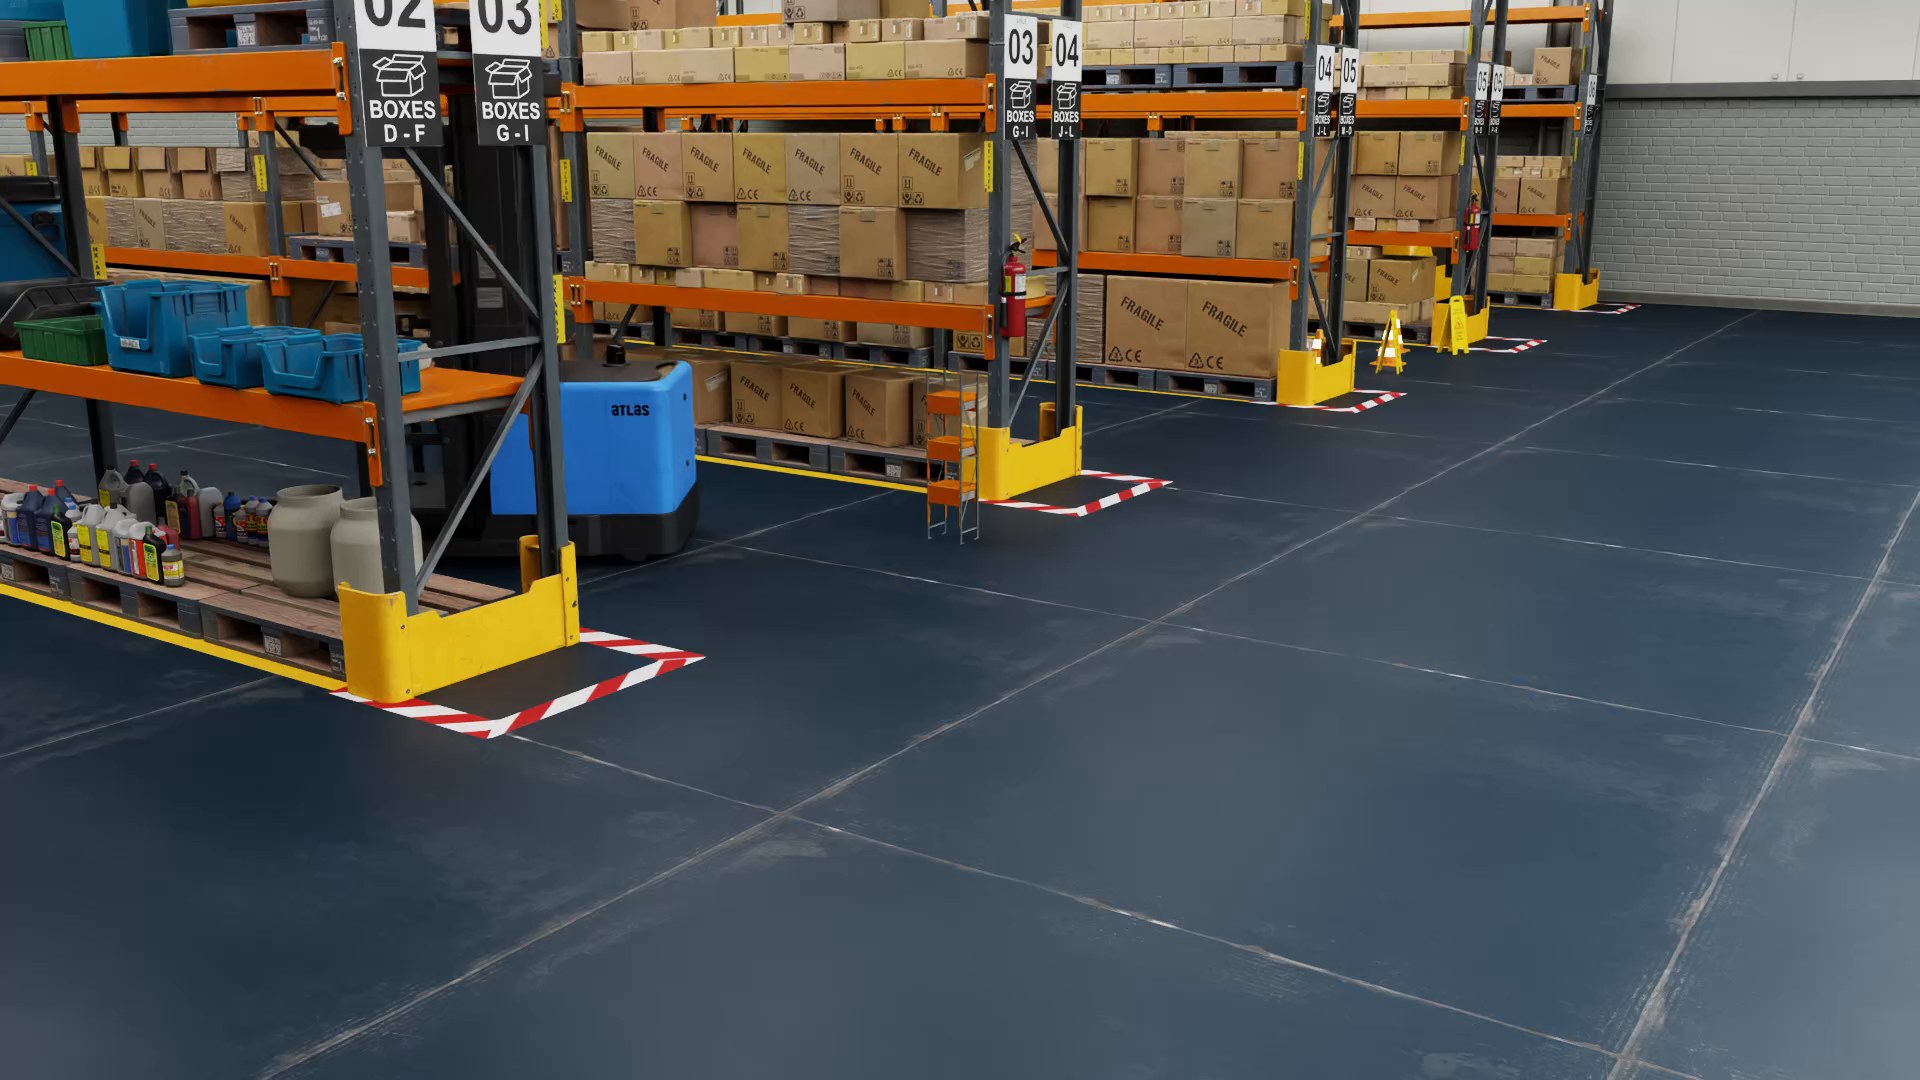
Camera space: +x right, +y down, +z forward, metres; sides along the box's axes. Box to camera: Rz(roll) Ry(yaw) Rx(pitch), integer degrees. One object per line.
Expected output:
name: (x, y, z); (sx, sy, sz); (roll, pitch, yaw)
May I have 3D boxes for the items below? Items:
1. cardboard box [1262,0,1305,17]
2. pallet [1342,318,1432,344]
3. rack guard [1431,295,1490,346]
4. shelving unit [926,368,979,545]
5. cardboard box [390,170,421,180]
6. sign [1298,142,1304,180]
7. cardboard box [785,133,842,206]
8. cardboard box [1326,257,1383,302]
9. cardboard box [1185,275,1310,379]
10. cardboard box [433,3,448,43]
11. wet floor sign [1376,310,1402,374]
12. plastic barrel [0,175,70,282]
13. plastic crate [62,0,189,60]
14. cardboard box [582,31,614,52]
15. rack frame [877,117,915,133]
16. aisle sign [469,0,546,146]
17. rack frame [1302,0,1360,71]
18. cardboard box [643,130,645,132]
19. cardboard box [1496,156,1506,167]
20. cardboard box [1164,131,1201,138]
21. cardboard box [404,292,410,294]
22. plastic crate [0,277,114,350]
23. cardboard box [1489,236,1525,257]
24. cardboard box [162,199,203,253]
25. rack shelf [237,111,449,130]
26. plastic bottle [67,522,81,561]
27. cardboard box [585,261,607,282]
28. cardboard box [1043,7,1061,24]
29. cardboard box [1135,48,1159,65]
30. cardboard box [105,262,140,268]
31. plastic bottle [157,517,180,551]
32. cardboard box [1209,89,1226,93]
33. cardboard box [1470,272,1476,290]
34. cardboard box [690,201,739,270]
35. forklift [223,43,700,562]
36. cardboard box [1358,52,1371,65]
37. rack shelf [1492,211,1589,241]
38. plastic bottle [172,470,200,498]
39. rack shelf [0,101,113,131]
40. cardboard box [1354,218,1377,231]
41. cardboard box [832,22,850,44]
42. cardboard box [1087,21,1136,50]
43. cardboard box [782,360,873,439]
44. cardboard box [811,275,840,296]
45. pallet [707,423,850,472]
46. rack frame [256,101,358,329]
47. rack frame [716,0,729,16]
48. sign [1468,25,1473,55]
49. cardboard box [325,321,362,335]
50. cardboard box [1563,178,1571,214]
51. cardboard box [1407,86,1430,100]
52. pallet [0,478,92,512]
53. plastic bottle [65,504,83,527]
cardboard box: (2.899, -4.775, 14.910); (0.250, 0.149, 0.380); (9, 17, 33)
pallet: (5.329, -2.597, 20.376); (1.213, 0.211, 1.003); (9, 17, 33)
rack guard: (5.983, -2.621, 19.872); (0.348, 0.500, 1.175); (9, 17, 33)
shelving unit: (-0.044, -0.517, 10.226); (0.252, 1.050, 0.215); (9, 17, 33)
cardboard box: (-7.149, -4.635, 21.977); (0.500, 0.500, 0.500); (9, 17, 33)
sign: (3.053, -3.395, 14.892); (0.005, 0.325, 0.100); (9, 17, 33)
cardboard box: (-0.910, -2.685, 12.019); (0.500, 0.500, 0.500); (9, 17, 33)
cardboard box: (4.801, -3.183, 20.225); (0.500, 0.500, 0.500); (10, 17, 35)
cardboard box: (2.768, -2.074, 16.008); (0.875, 0.875, 0.875); (9, 17, 33)
cardboard box: (-4.753, -4.519, 14.844); (0.500, 0.500, 0.500); (10, 17, 34)
wet floor sign: (4.497, -2.072, 17.351); (0.232, 0.644, 0.267); (6, 15, 23)
plastic barrel: (-5.719, -1.753, 10.119); (0.708, 0.901, 0.600); (9, 17, 33)
plastic crate: (-3.999, -2.505, 7.991); (0.575, 0.384, 0.392); (9, 17, 33)
cardboard box: (-2.706, -3.857, 12.901); (0.250, 0.149, 0.380); (9, 16, 31)
rack frame: (-1.144, -6.424, 30.032); (0.127, 3.000, 1.000); (9, 17, 33)
aisle sign: (-2.025, -2.172, 7.444); (0.004, 0.787, 0.394); (9, 17, 33)
rack frame: (3.368, -5.736, 14.768); (0.127, 3.000, 1.000); (9, 17, 33)
cardboard box: (-4.924, -6.383, 26.228); (0.250, 0.149, 0.380); (9, 17, 32)
cardboard box: (7.779, -5.433, 23.853); (0.250, 0.149, 0.380); (9, 17, 33)
cardboard box: (2.971, -4.937, 21.117); (0.500, 0.500, 0.700); (9, 17, 32)
cardboard box: (-7.274, -3.290, 22.428); (0.250, 0.149, 0.380); (10, 17, 34)
plastic crate: (-5.204, -1.272, 9.348); (0.504, 0.338, 0.767); (9, 17, 33)
cardboard box: (7.830, -4.236, 23.961); (0.500, 0.250, 0.500); (10, 17, 34)
cardboard box: (-7.513, -3.124, 16.492); (0.500, 0.500, 0.500); (9, 16, 31)
rack shelf: (-8.249, -5.808, 22.800); (4.000, 0.370, 1.077); (9, 17, 33)
plastic bottle: (-4.751, 0.006, 8.964); (0.097, 0.201, 0.097); (0, 14, 0)
cardboard box: (-2.793, -2.174, 13.387); (0.250, 0.149, 0.380); (9, 17, 33)
cardboard box: (1.008, -5.081, 16.146); (0.250, 0.149, 0.380); (9, 17, 33)
cardboard box: (1.849, -4.558, 15.692); (0.250, 0.149, 0.380); (9, 17, 33)
cardboard box: (-8.899, -2.549, 17.924); (0.875, 0.875, 1.225); (9, 17, 33)
plastic bottle: (-4.152, 0.024, 8.719); (0.133, 0.283, 0.061); (9, 17, 33)
cardboard box: (3.303, -5.547, 20.769); (0.250, 0.149, 0.380); (9, 17, 33)
cardboard box: (7.430, -3.821, 24.366); (0.500, 0.250, 0.500); (9, 17, 33)
cardboard box: (-1.598, -2.384, 12.885); (0.500, 0.500, 0.875); (9, 17, 33)
forklift: (-3.169, -1.390, 9.839); (3.031, 2.935, 1.130); (0, 14, -1)
cardboard box: (4.806, -5.684, 19.662); (0.250, 0.149, 0.380); (9, 17, 33)
rack shelf: (7.154, -4.734, 24.701); (4.000, 0.370, 1.077); (9, 17, 33)
plastic bottle: (-4.445, -0.227, 9.596); (0.185, 0.351, 0.144); (9, 17, 32)
rack shelf: (-11.101, -4.833, 18.859); (4.000, 0.370, 1.077); (9, 17, 33)
cardboard box: (4.913, -3.789, 19.911); (0.250, 0.149, 0.380); (10, 17, 34)
cardboard box: (-0.685, -3.561, 11.704); (0.250, 0.149, 0.380); (9, 17, 33)
cardboard box: (1.557, -4.816, 15.906); (0.500, 0.250, 0.500); (9, 17, 33)
cardboard box: (-1.017, -1.087, 12.801); (0.500, 0.500, 0.500); (11, 18, 38)
cardboard box: (-0.882, -1.888, 12.231); (0.250, 0.149, 0.380); (9, 17, 33)
pallet: (-1.210, -0.785, 13.055); (1.213, 0.211, 1.003); (9, 17, 33)
rack frame: (-6.123, -2.922, 15.883); (0.127, 3.000, 1.000); (9, 17, 33)
rack frame: (-3.911, -8.346, 25.311); (0.127, 3.000, 1.000); (9, 17, 33)
sign: (5.720, -5.602, 18.628); (0.005, 0.325, 0.100); (9, 17, 33)
cardboard box: (-5.555, -1.836, 15.783); (0.500, 0.500, 0.700); (8, 16, 30)
cardboard box: (8.558, -4.985, 24.011); (0.500, 0.500, 0.500); (10, 17, 35)
cardboard box: (5.370, -5.178, 19.277); (0.250, 0.149, 0.380); (9, 17, 33)
pallet: (-6.241, -0.142, 10.456); (1.213, 0.211, 1.003); (9, 17, 33)
plastic bottle: (-4.830, -0.058, 9.078); (0.097, 0.271, 0.097); (0, 14, 0)
